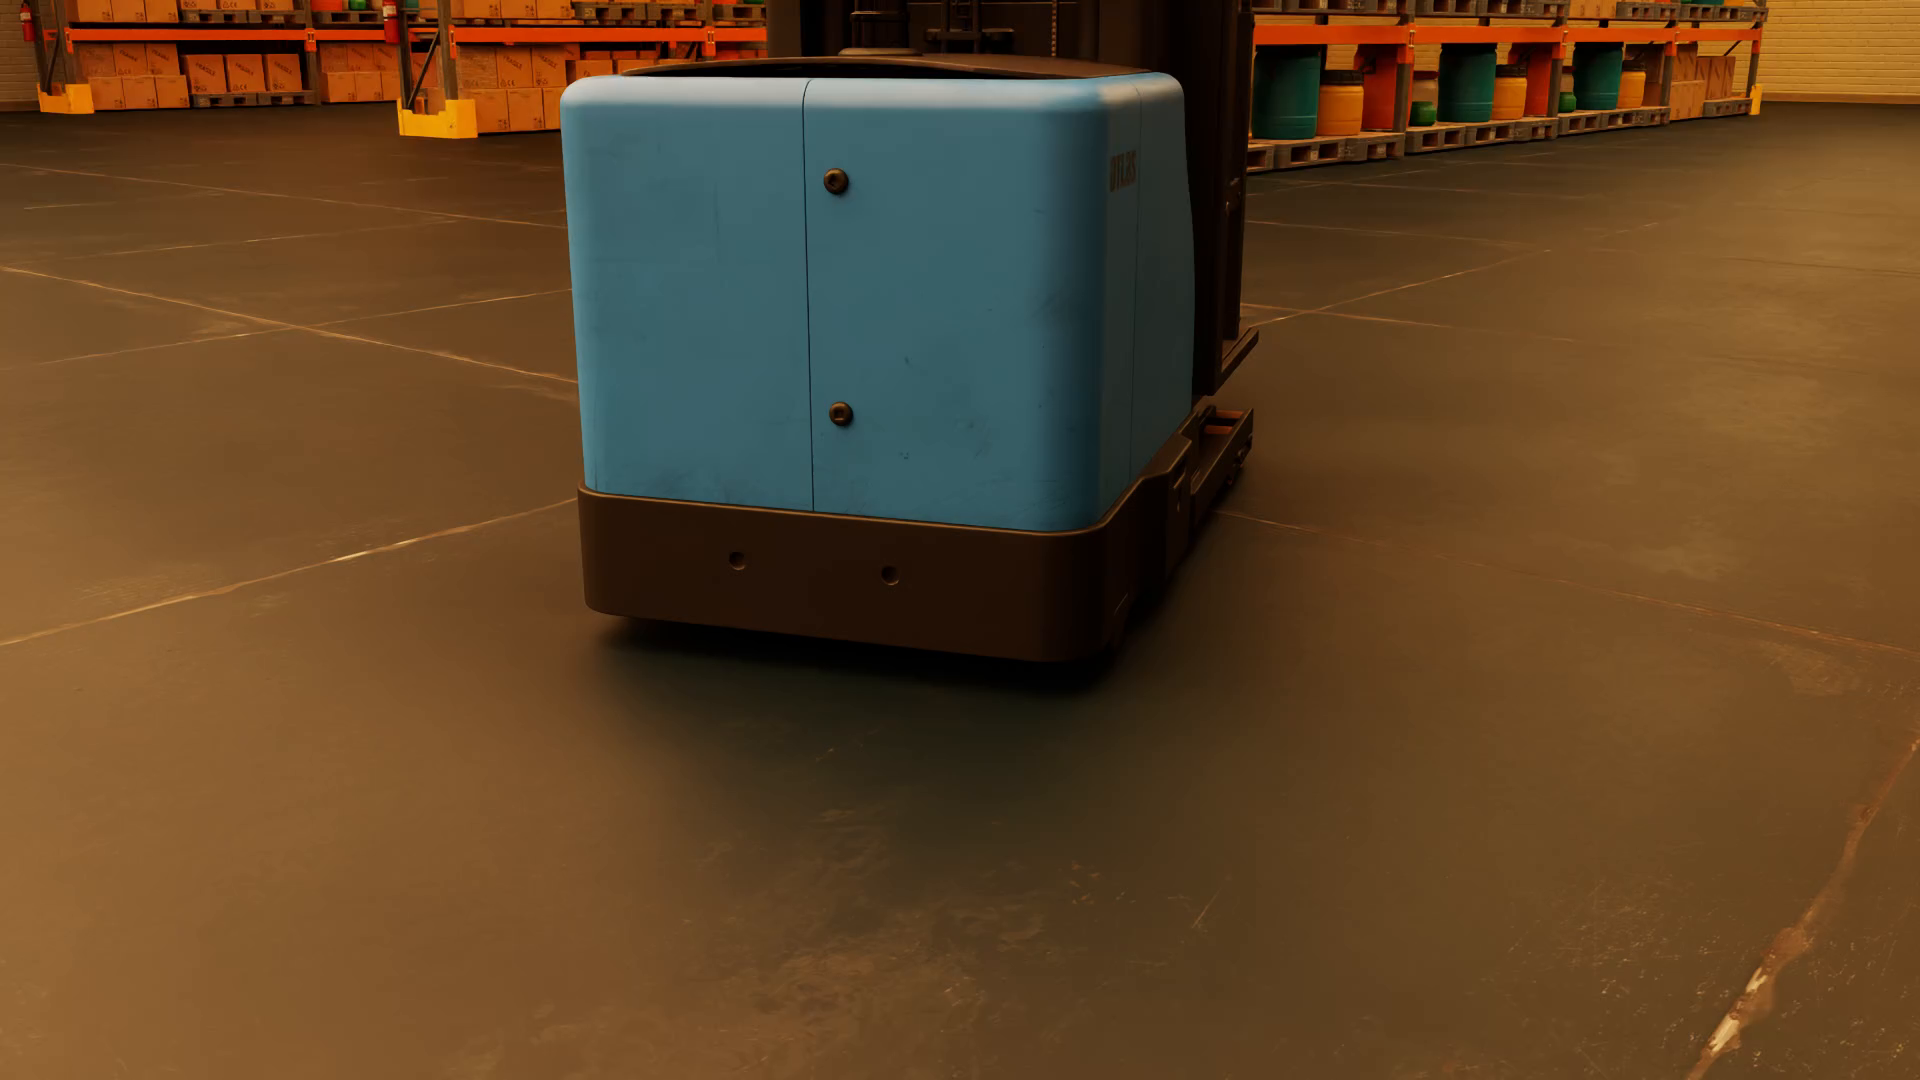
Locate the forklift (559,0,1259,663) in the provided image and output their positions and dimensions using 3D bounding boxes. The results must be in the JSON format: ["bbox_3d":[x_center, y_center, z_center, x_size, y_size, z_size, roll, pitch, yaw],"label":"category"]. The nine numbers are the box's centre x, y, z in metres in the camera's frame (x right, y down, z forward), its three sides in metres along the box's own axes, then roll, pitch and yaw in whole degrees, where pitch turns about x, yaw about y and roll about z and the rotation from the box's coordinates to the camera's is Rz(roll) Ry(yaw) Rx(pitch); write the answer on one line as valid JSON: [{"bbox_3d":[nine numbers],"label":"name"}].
[{"bbox_3d":[0.182,-1.571,4.072,1.130,2.935,3.031,5,18,17],"label":"forklift"}]
